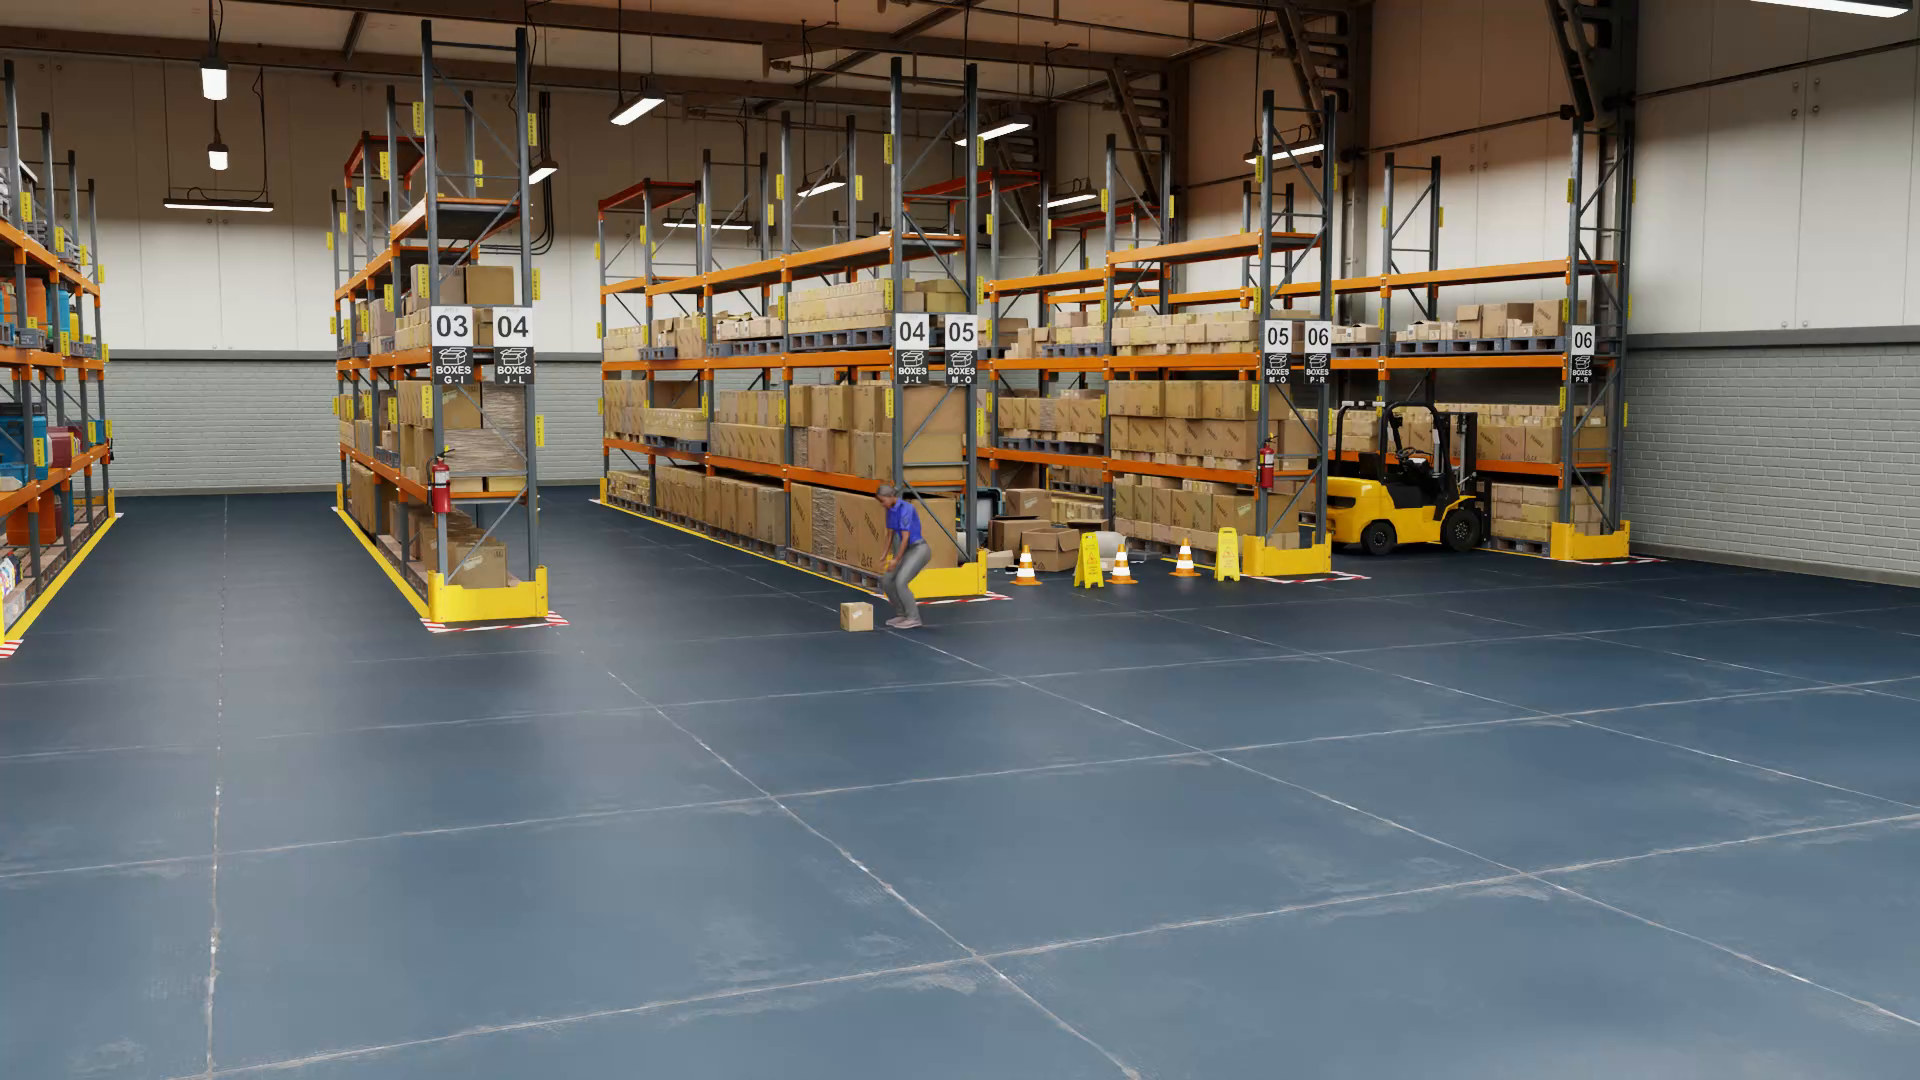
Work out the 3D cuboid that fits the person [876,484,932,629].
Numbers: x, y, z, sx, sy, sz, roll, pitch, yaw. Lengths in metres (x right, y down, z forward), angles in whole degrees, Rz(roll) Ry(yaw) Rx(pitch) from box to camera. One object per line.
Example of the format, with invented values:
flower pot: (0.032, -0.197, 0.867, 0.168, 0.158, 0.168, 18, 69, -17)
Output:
person: (-0.561, 0.158, 16.588, 0.576, 1.441, 0.492, -2, 6, -23)
